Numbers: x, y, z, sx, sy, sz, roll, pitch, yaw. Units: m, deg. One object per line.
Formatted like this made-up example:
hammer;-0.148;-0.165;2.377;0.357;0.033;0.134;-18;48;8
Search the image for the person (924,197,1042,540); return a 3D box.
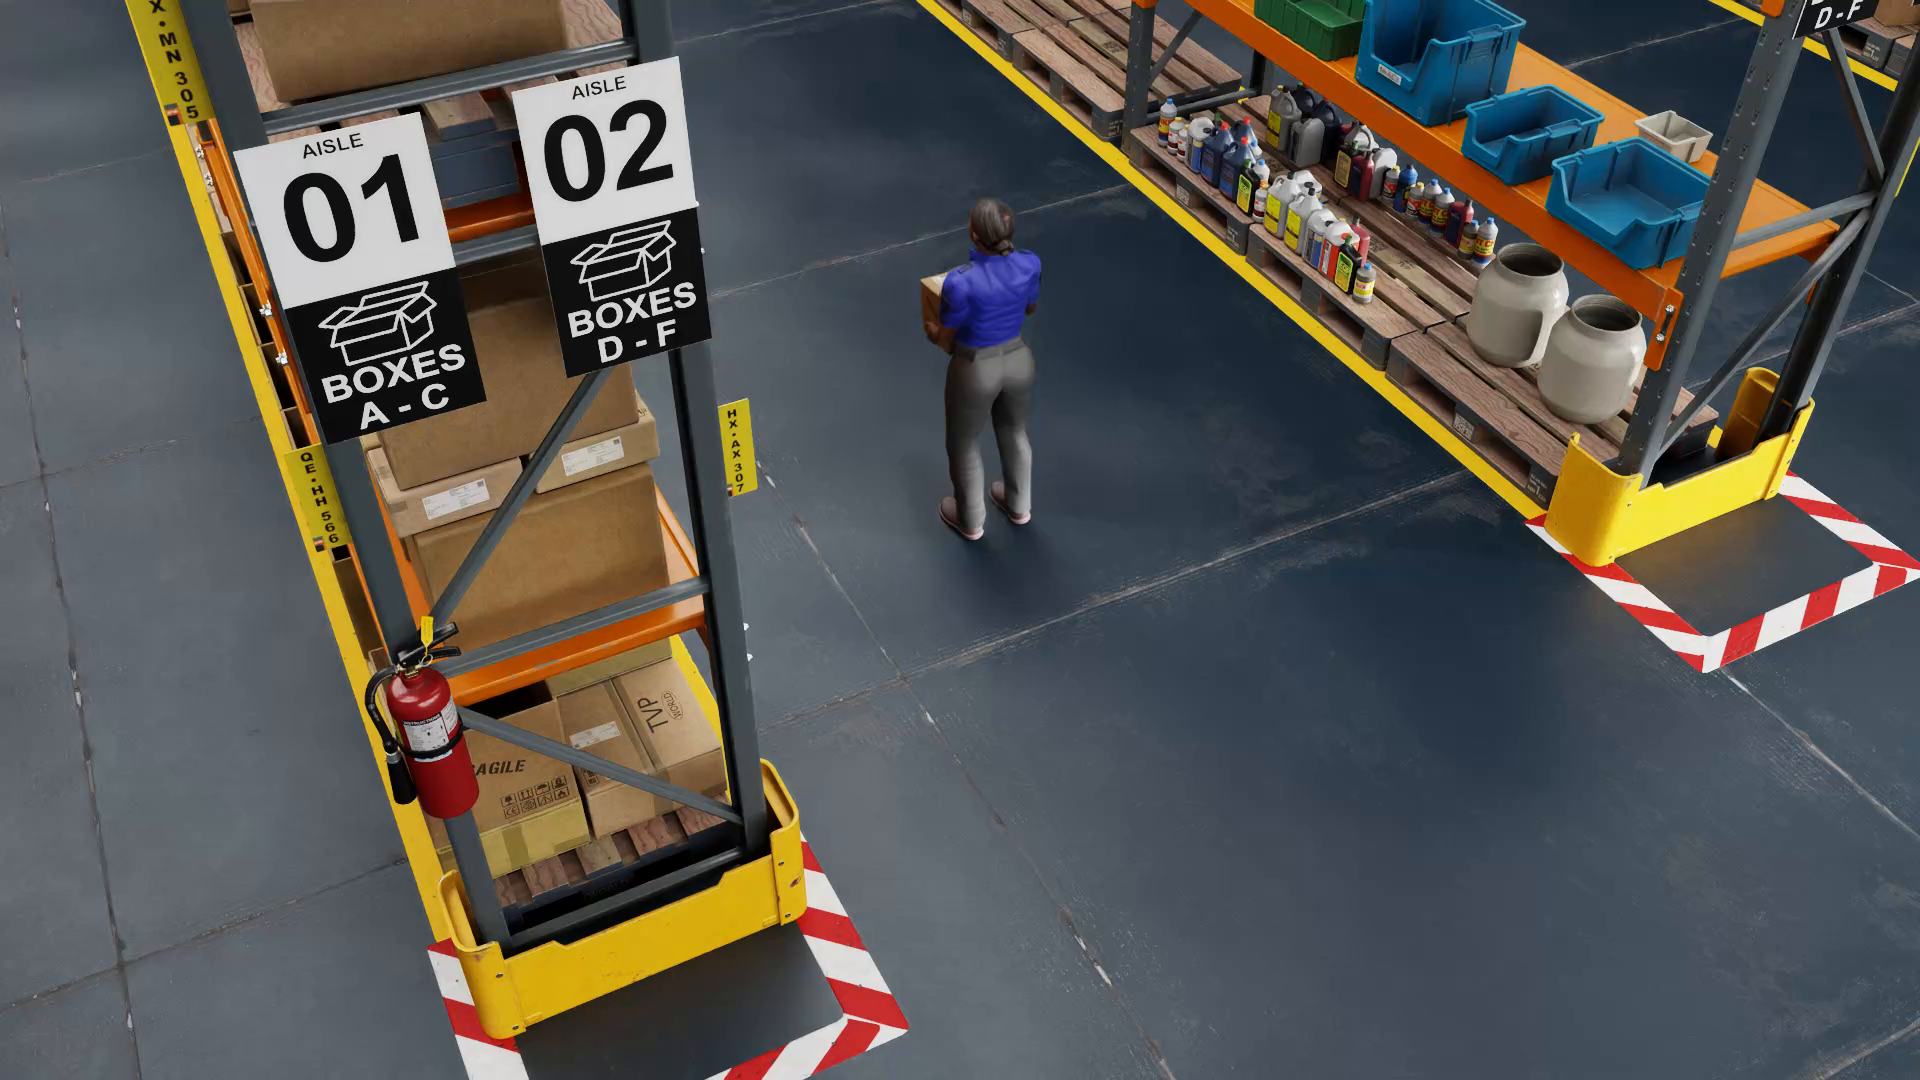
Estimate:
person;0.080;-0.760;7.020;0.464;1.656;0.491;-19;45;-20
